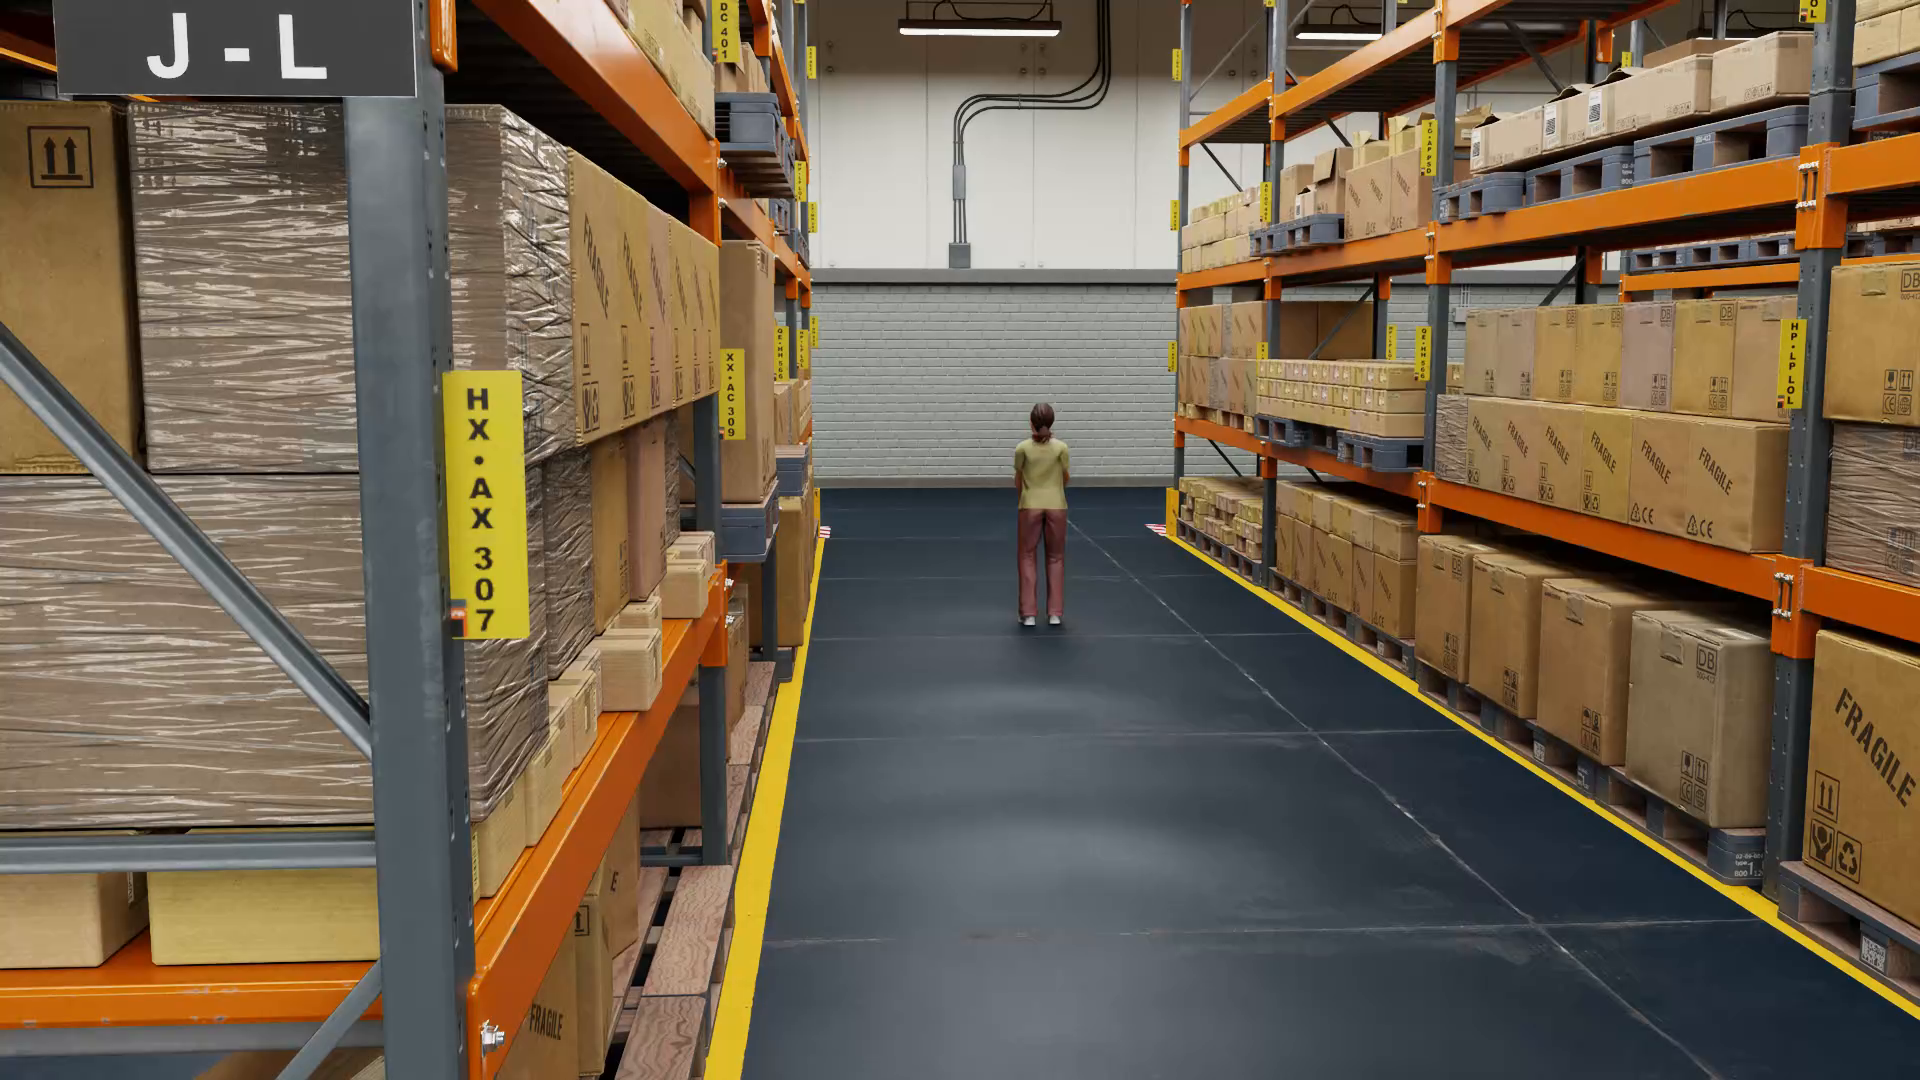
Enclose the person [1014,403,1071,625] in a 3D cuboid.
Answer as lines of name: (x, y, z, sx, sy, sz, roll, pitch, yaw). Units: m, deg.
person: (0.607, -0.200, 12.450, 0.425, 1.662, 0.561, 0, 7, -3)
